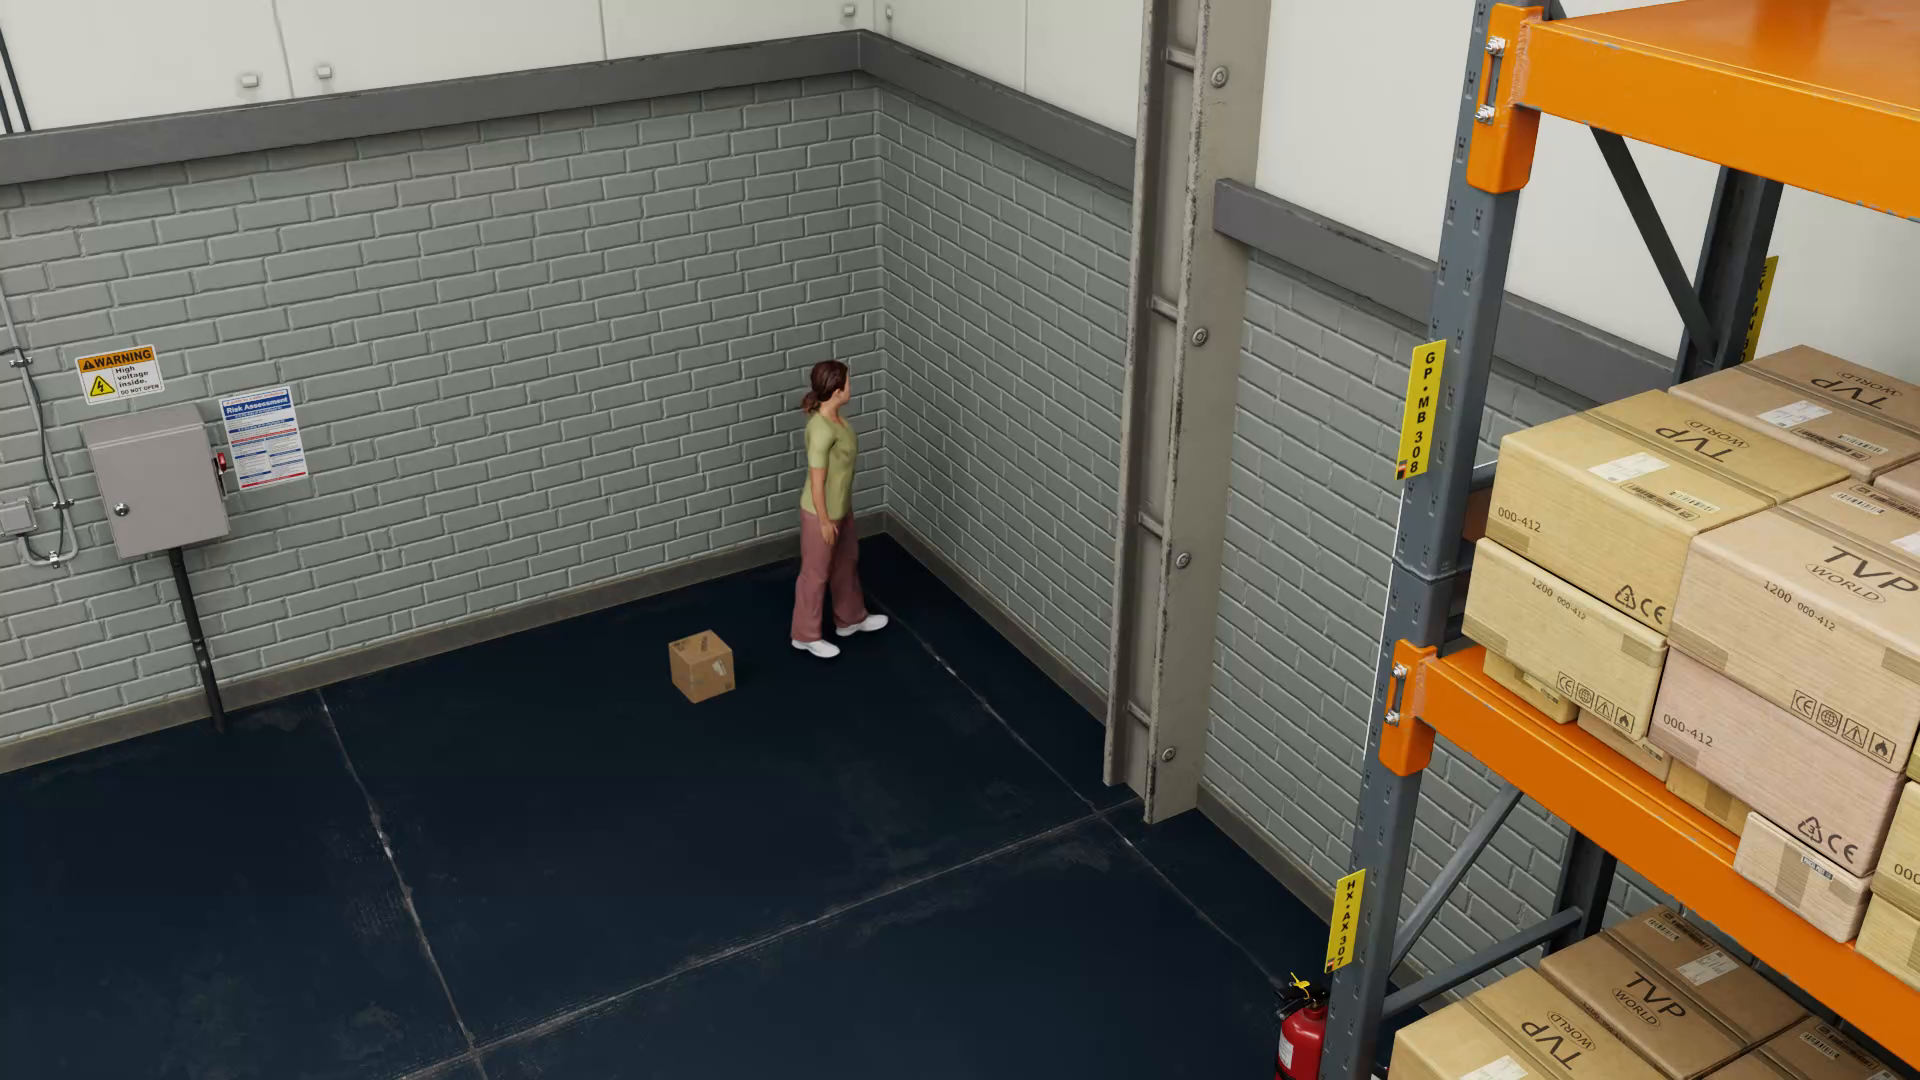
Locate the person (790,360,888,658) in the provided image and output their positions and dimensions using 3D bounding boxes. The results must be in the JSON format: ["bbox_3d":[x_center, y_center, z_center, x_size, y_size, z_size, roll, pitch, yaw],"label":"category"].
[{"bbox_3d":[-0.675,-0.160,8.832,0.512,1.662,0.461,2,29,4],"label":"person"}]
